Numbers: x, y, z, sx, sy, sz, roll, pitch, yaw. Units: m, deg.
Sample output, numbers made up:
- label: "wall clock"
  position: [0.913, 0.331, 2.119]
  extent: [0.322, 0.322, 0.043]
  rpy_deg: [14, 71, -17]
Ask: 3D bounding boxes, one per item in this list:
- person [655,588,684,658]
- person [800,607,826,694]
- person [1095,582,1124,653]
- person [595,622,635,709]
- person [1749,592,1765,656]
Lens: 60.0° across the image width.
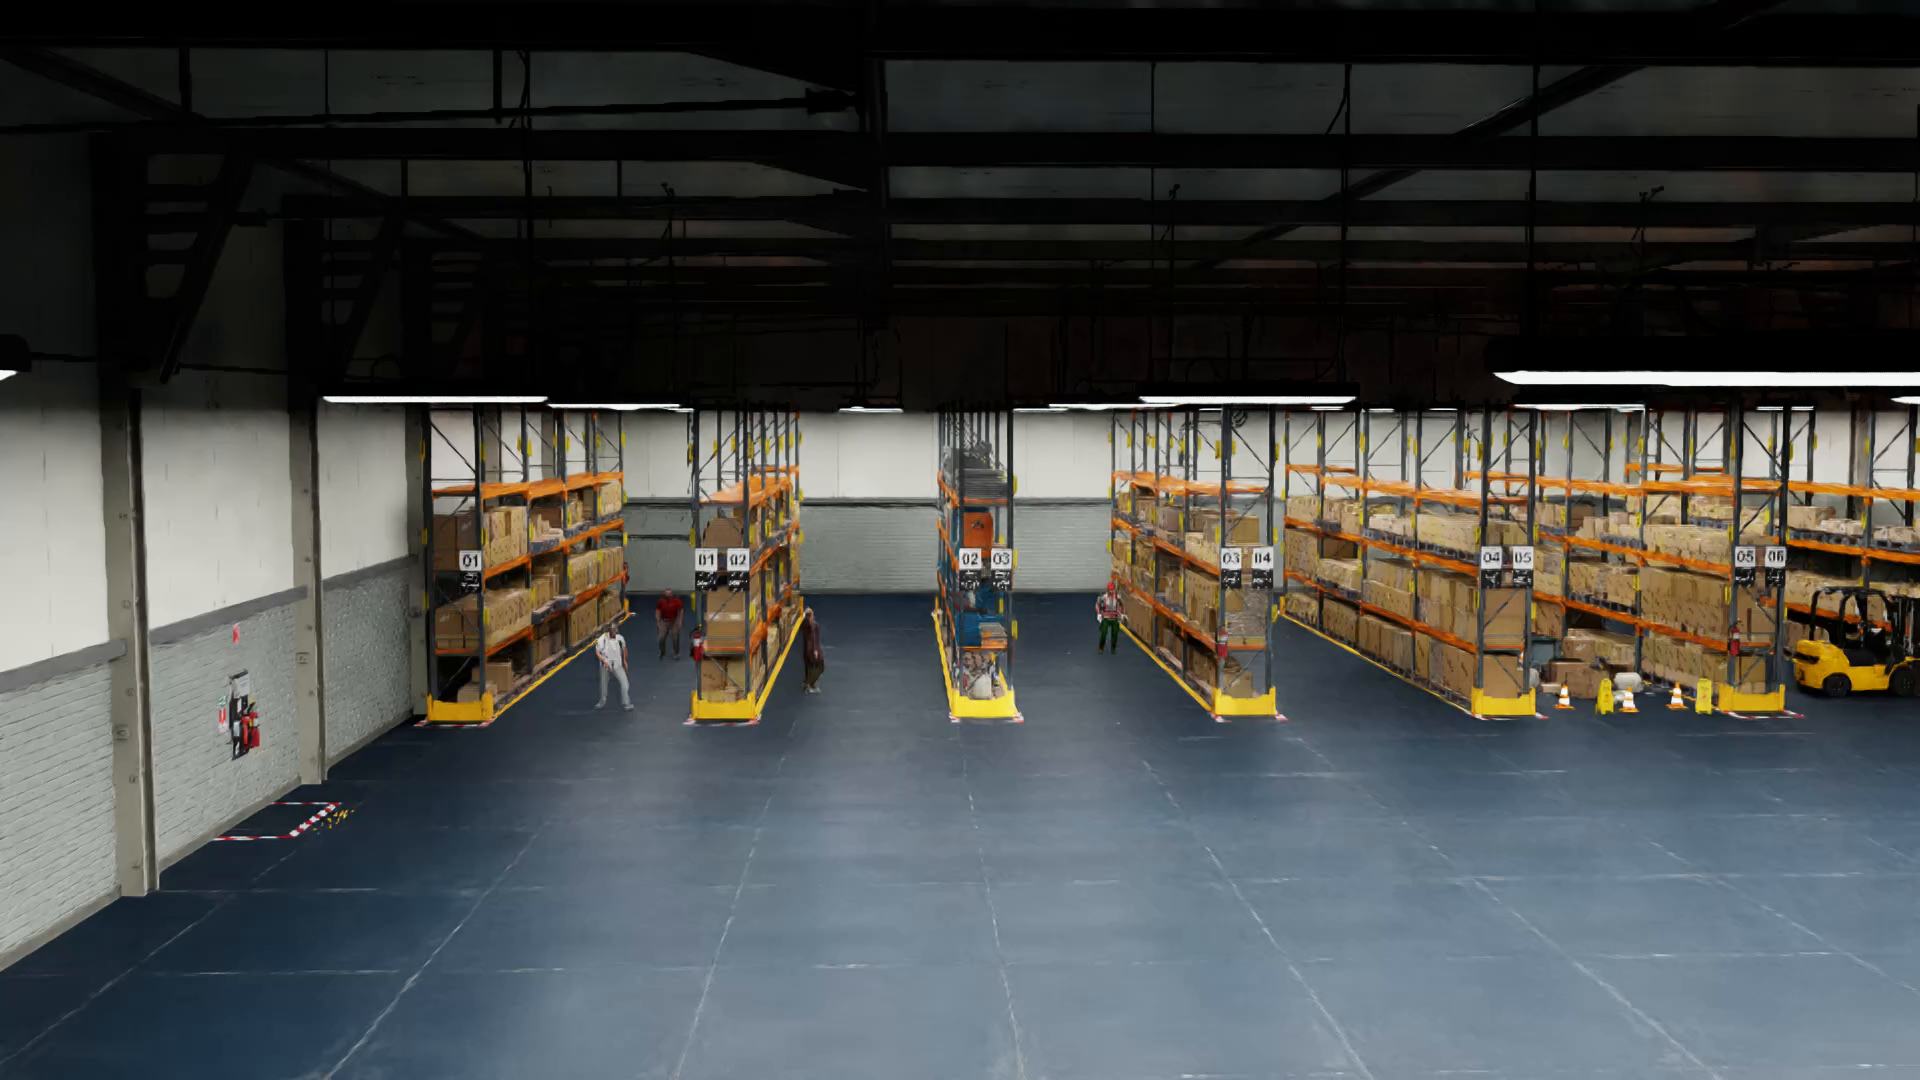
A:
- label: "person"
  position: [-6.796, 1.938, 38.898]
  extent: [0.682, 1.676, 0.535]
  rpy_deg: [0, 4, -4]
- label: "person"
  position: [-3.034, 2.257, 33.929]
  extent: [0.517, 1.779, 0.634]
  rpy_deg: [-2, 5, -28]
- label: "person"
  position: [3.571, 1.853, 39.639]
  extent: [0.677, 1.741, 0.552]
  rpy_deg: [0, 4, -4]
- label: "person"
  position: [-6.742, 2.415, 32.290]
  extent: [0.697, 1.695, 0.825]
  rpy_deg: [-2, 5, -21]
- label: "person"
  position: [18.048, 2.005, 37.824]
  extent: [0.539, 1.665, 0.572]
  rpy_deg: [2, 5, 25]
